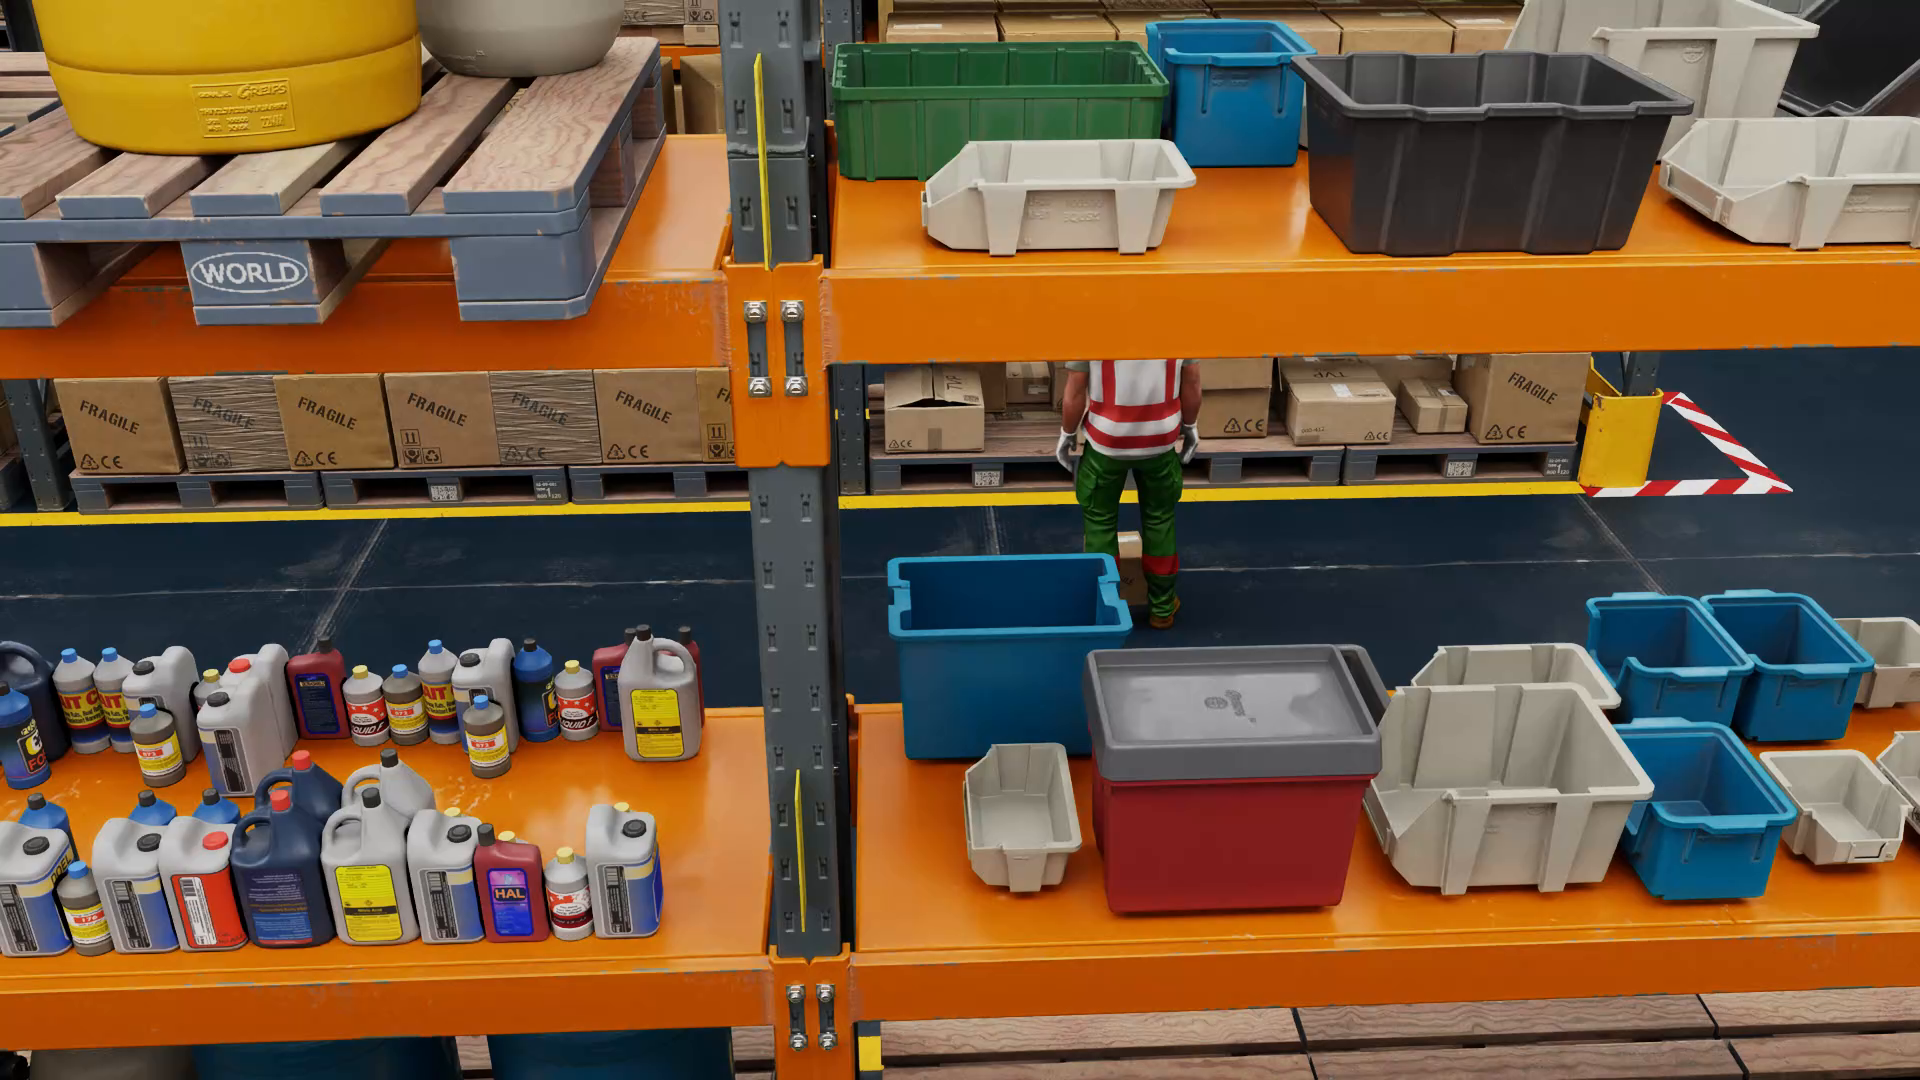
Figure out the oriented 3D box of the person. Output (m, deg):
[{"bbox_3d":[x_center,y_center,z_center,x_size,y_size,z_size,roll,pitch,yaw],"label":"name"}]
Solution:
[{"bbox_3d":[0.705,-0.440,6.957,0.613,1.778,0.452,-3,27,-6],"label":"person"}]
